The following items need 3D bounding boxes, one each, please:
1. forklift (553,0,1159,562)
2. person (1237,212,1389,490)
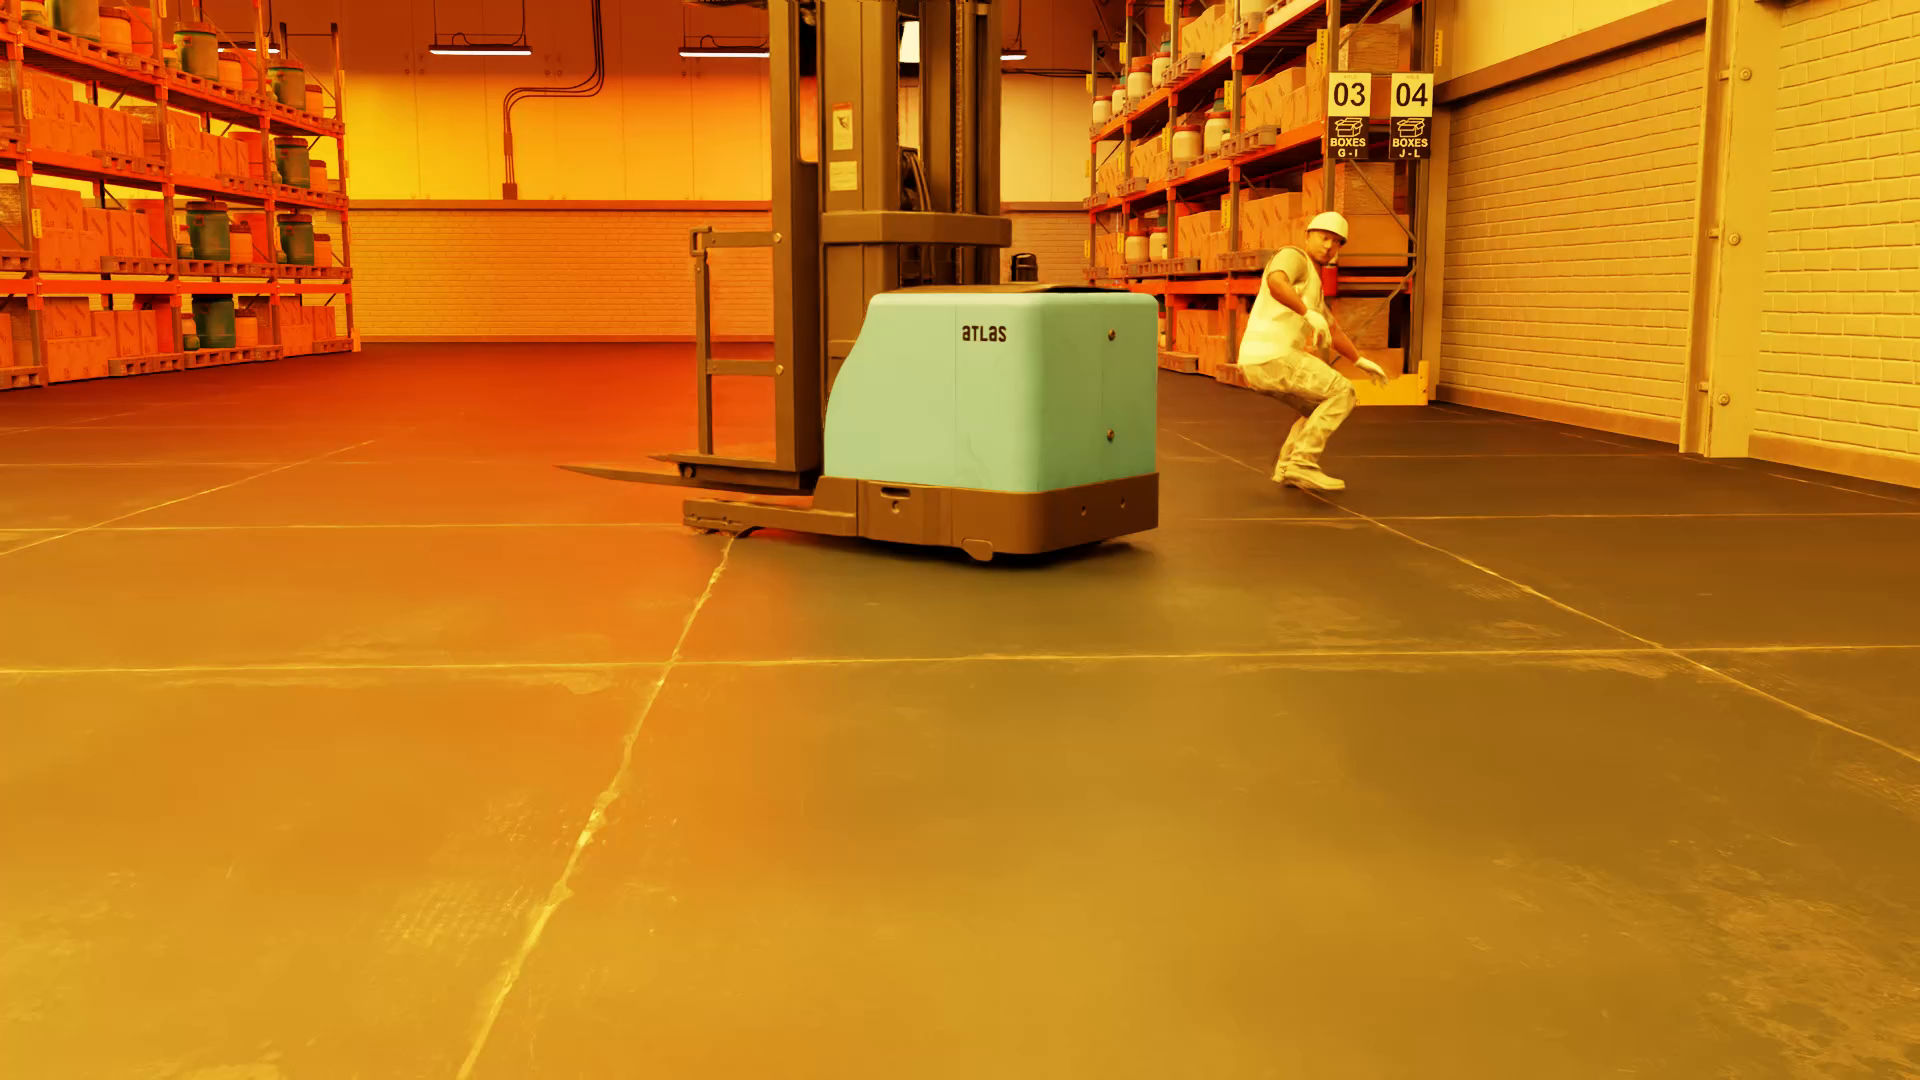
[{"bbox_3d":[-0.628,-1.511,7.509,3.031,2.935,1.130,6,10,36],"label":"forklift"},{"bbox_3d":[1.879,-0.952,8.798,0.801,1.541,0.905,2,9,12],"label":"person"}]
